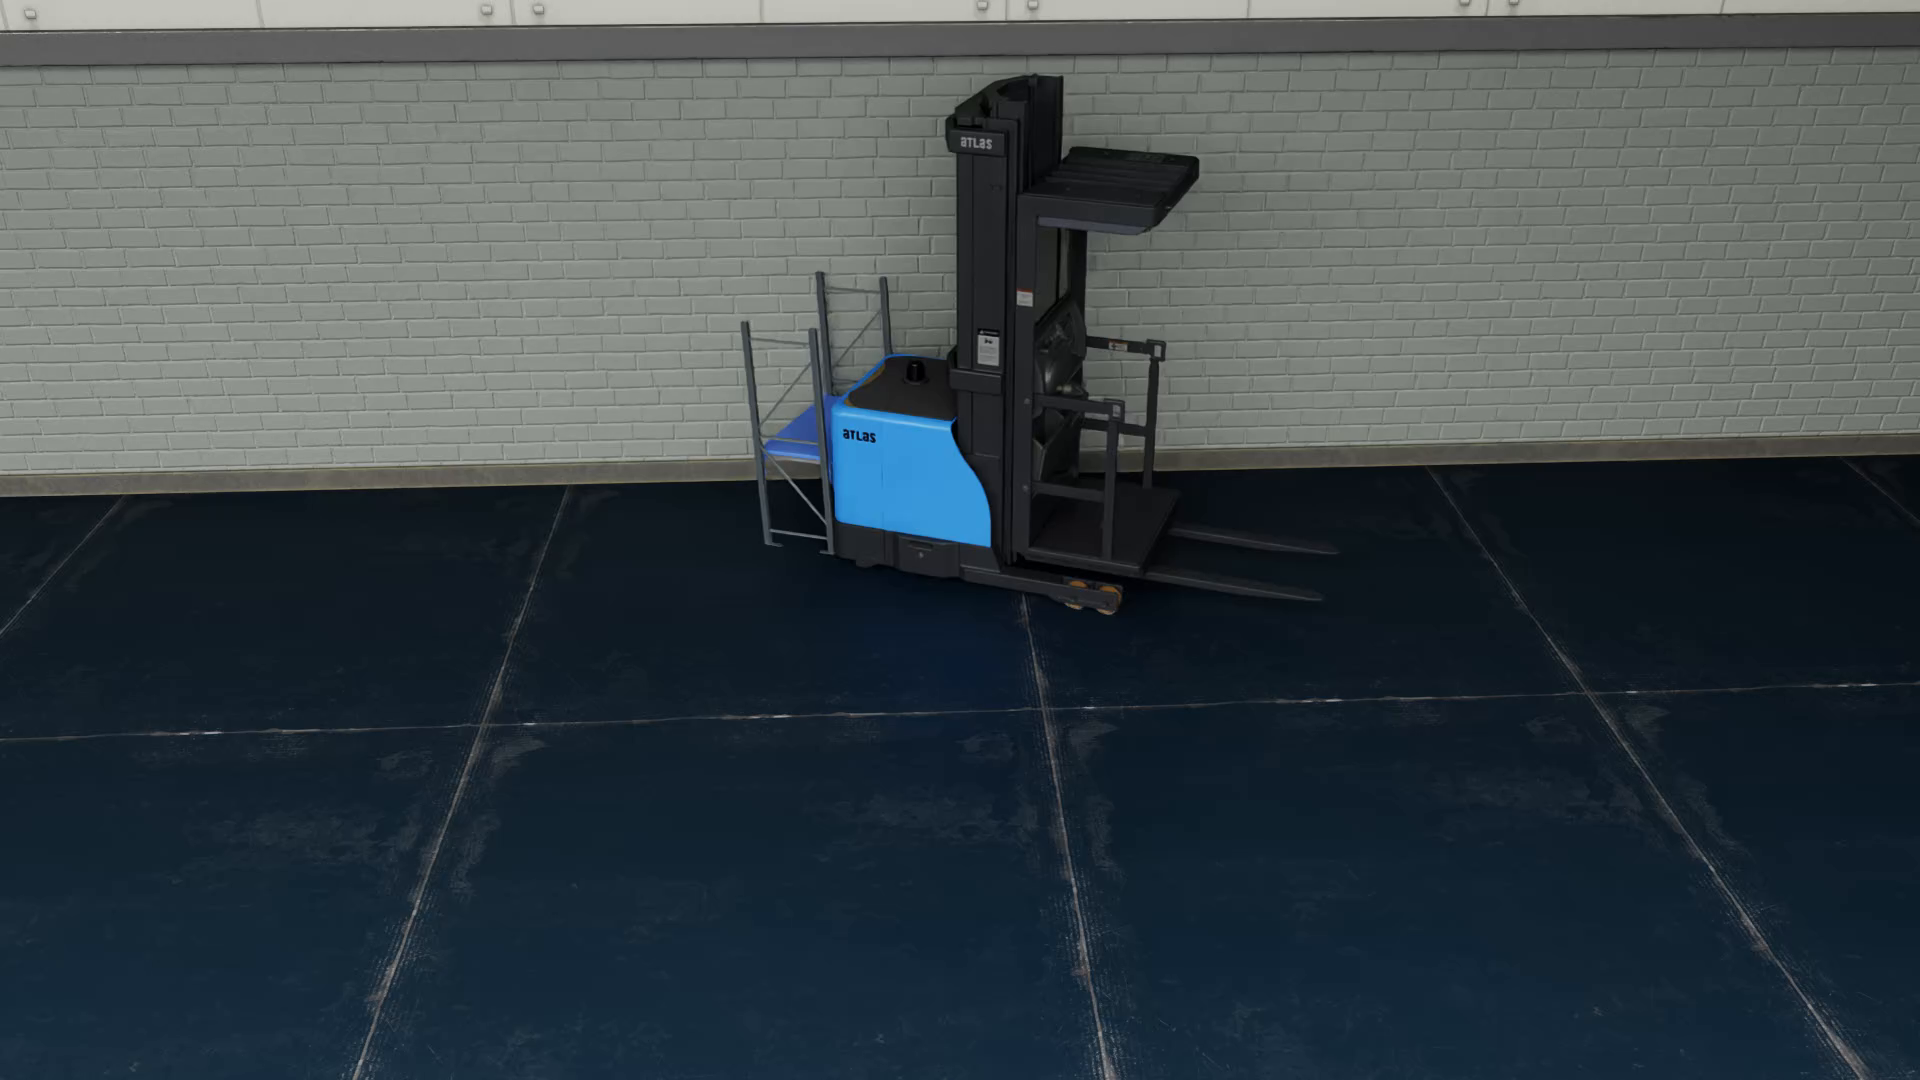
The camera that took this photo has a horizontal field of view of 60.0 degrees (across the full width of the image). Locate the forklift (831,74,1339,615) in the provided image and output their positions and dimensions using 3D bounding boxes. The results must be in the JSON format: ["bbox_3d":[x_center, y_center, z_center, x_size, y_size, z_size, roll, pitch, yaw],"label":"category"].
[{"bbox_3d":[0.779,-1.134,9.754,3.031,2.935,1.130,9,29,17],"label":"forklift"}]

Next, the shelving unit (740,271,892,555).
[{"bbox_3d":[-0.862,-0.832,10.696,0.538,1.500,1.048,8,28,21],"label":"shelving unit"}]

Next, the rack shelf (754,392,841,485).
[{"bbox_3d":[-0.854,-0.671,10.776,0.538,0.185,1.000,8,28,21],"label":"rack shelf"}]

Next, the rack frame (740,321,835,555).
[{"bbox_3d":[-1.053,-0.614,10.278,0.500,1.500,0.032,8,28,21],"label":"rack frame"}]

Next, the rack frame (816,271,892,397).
[{"bbox_3d":[-0.672,-1.050,11.114,0.500,1.500,0.032,8,28,21],"label":"rack frame"}]
